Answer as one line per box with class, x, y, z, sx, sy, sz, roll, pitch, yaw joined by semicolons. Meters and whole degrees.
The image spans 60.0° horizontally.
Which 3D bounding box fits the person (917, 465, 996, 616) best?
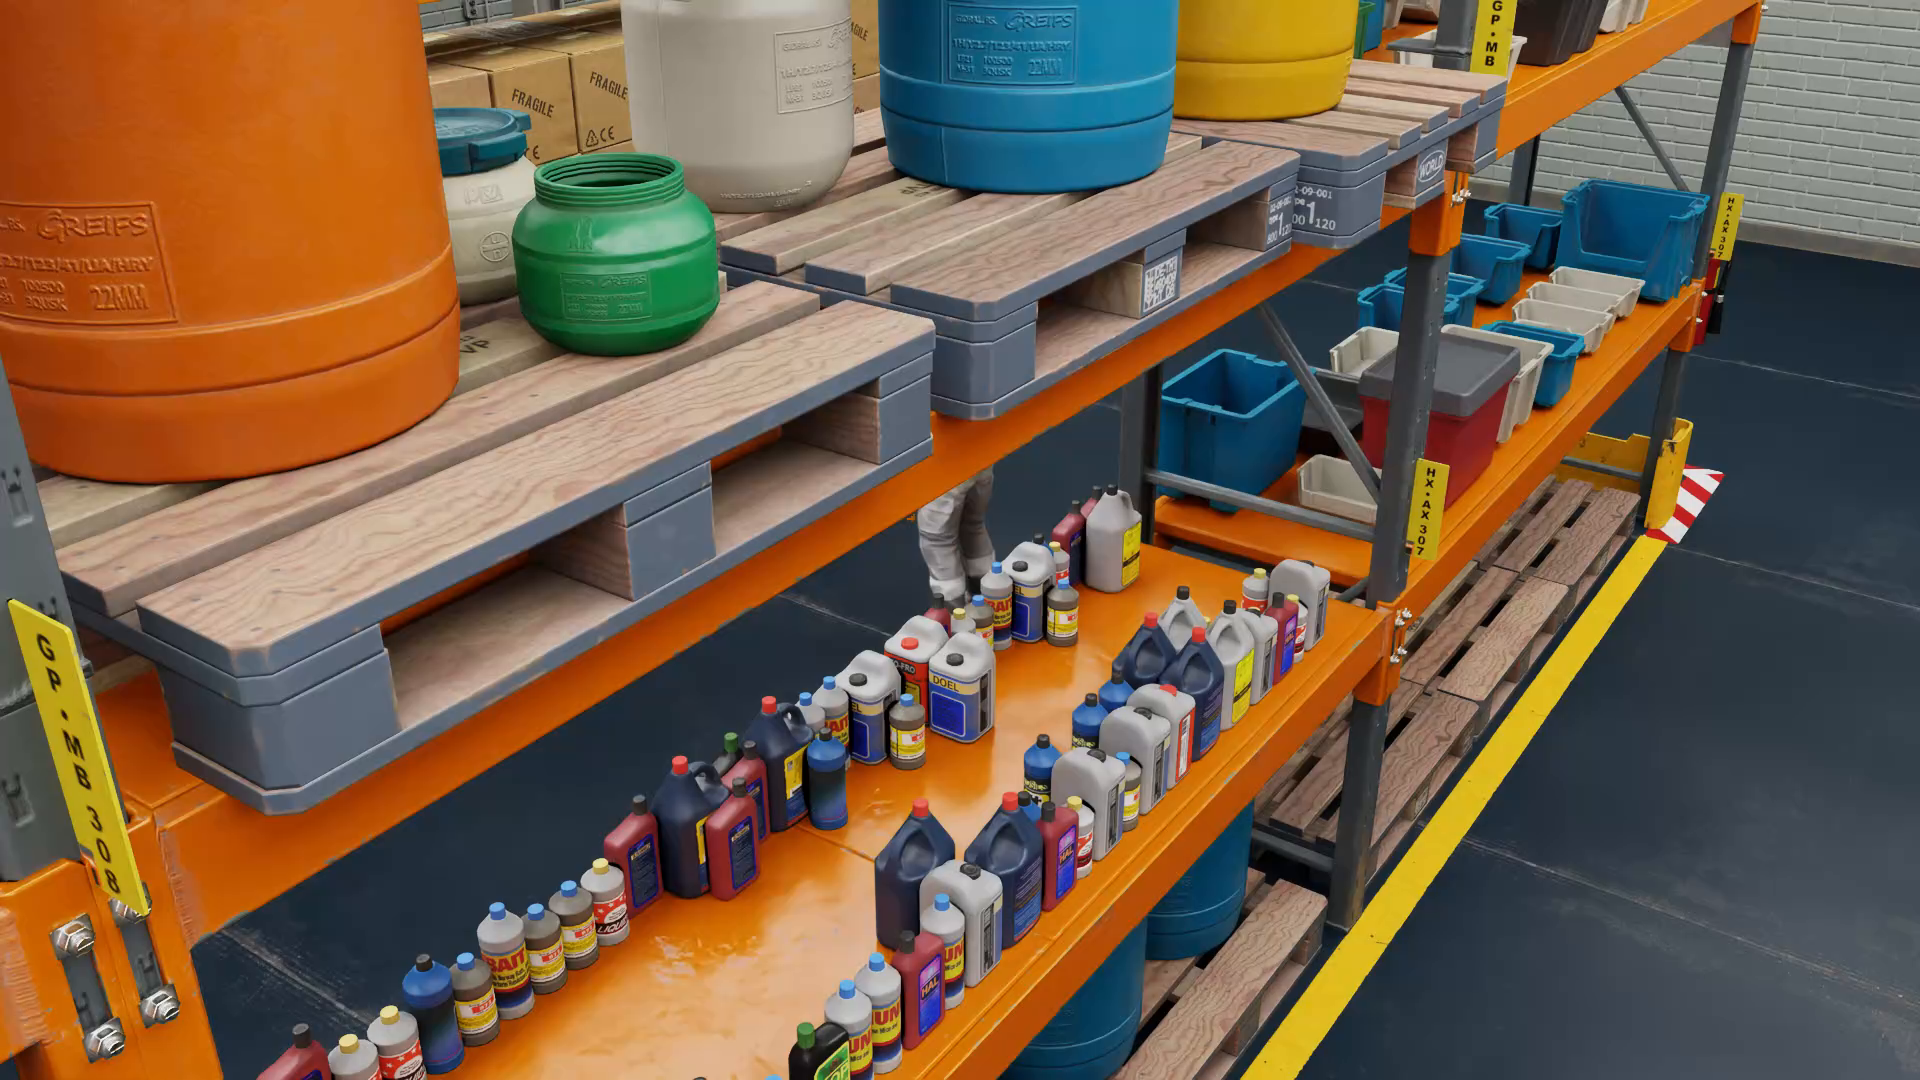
person;-0.027;-0.376;7.338;0.425;1.789;0.541;16;31;29
